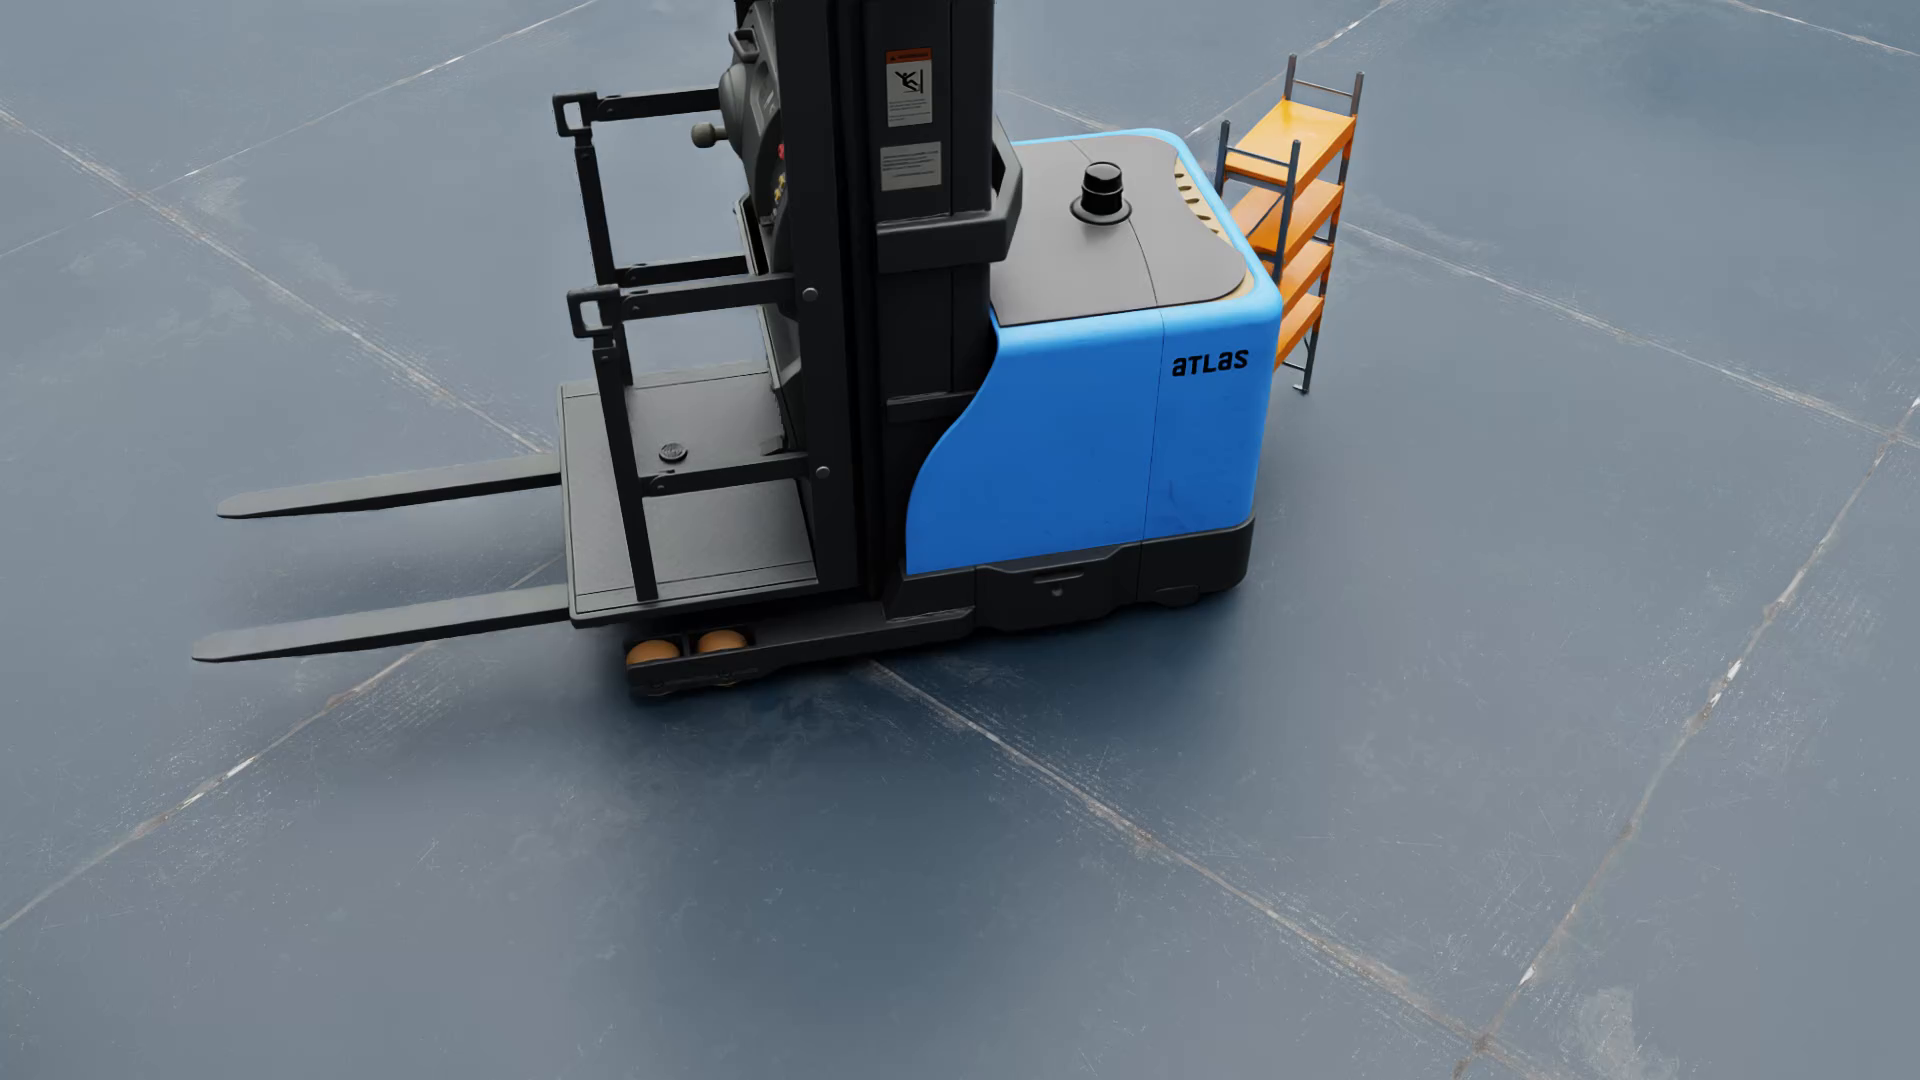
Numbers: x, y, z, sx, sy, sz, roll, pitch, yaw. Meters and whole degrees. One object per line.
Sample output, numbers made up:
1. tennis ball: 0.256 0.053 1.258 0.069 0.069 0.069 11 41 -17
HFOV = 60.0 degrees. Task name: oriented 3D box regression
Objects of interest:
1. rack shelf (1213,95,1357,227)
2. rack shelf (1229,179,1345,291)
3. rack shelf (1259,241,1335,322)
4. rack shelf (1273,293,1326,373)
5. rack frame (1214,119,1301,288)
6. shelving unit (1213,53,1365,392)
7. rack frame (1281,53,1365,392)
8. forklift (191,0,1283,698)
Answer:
1. rack shelf: 0.989 -1.157 5.046 0.258 0.148 0.480 22 47 23
2. rack shelf: 0.989 -0.982 5.205 0.258 0.148 0.480 22 47 23
3. rack shelf: 0.989 -0.816 5.356 0.258 0.148 0.480 22 47 23
4. rack shelf: 0.989 -0.669 5.489 0.258 0.148 0.480 22 47 23
5. rack frame: 0.861 -0.726 5.156 0.240 1.200 0.015 22 47 23
6. shelving unit: 0.989 -0.866 5.310 0.258 1.200 0.503 22 47 23
7. rack frame: 1.116 -1.006 5.464 0.240 1.200 0.015 22 47 23
8. forklift: -0.699 -1.027 4.201 3.031 2.935 1.130 -8 43 -9
